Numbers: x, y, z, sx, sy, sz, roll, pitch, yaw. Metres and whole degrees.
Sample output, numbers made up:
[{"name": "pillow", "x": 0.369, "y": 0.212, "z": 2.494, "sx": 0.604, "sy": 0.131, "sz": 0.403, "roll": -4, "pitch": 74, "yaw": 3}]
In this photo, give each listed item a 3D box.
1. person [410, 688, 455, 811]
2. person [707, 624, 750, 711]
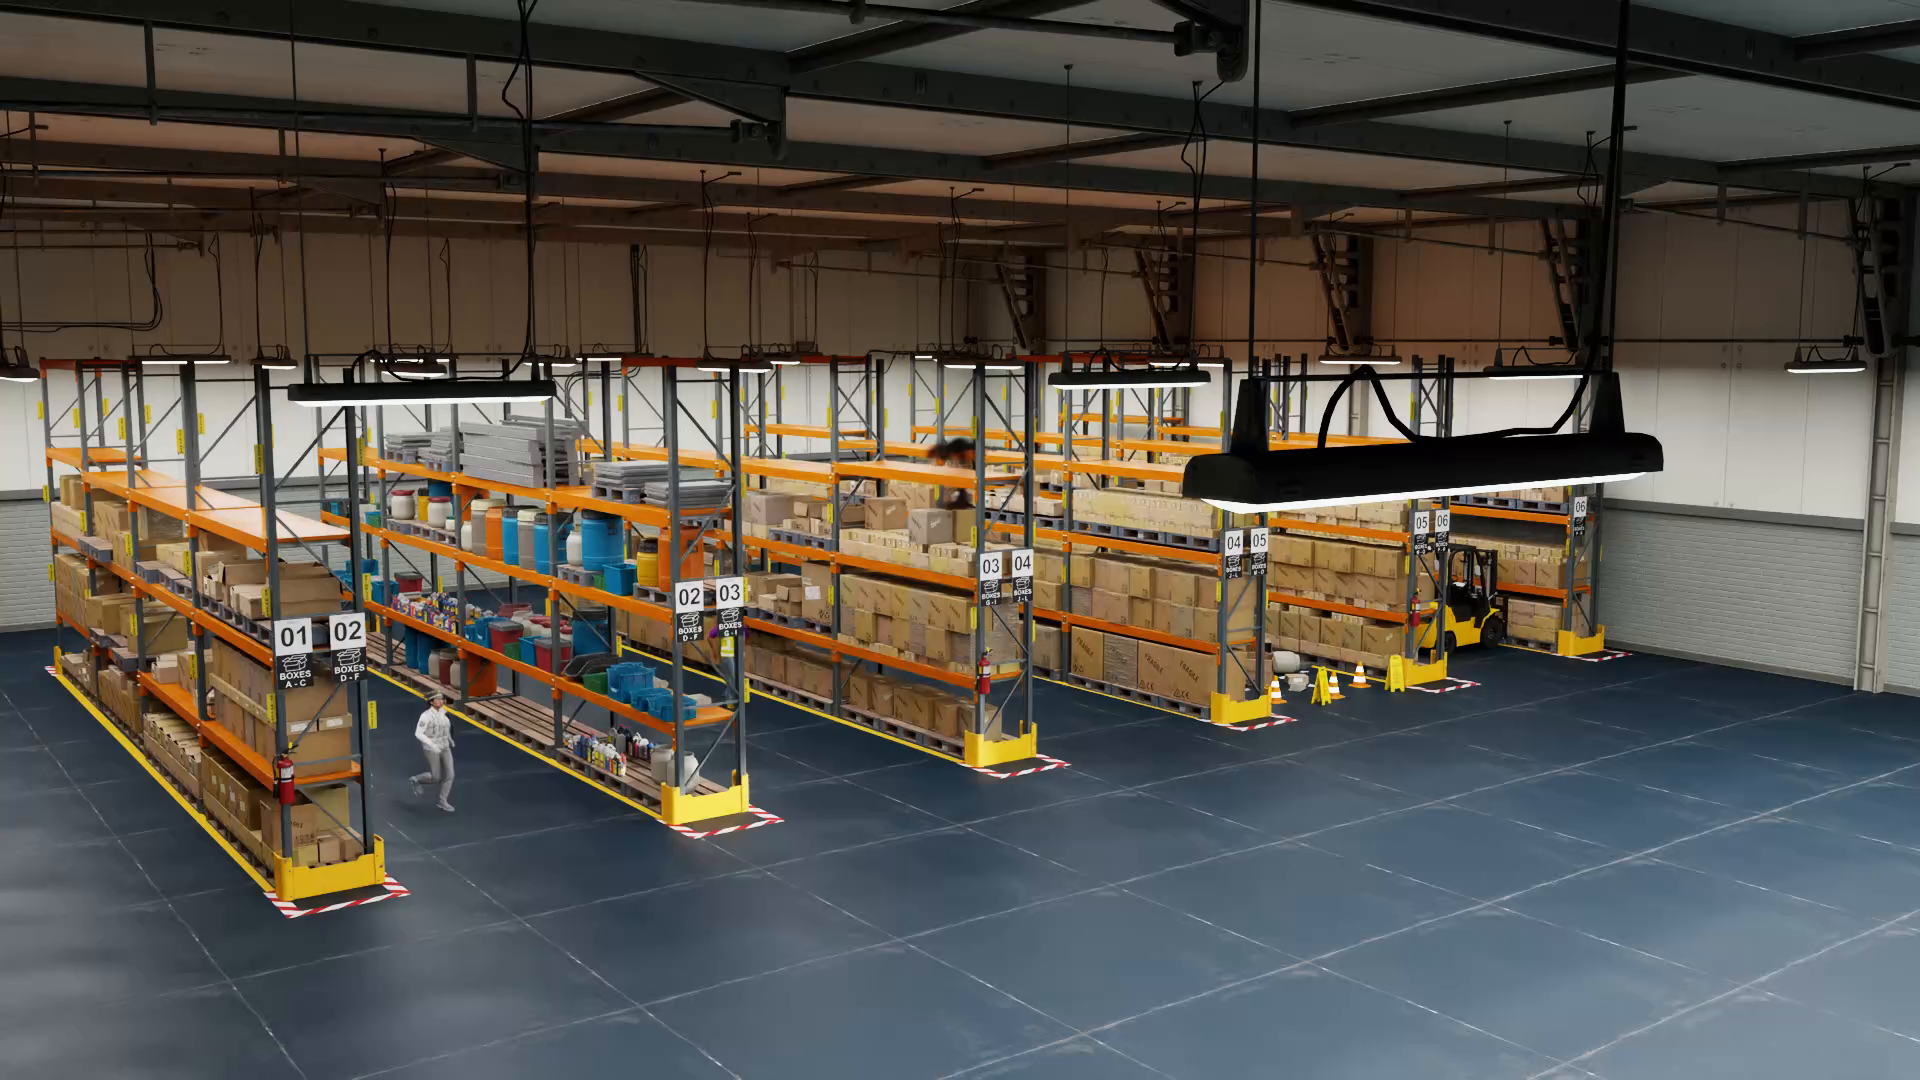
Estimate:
[{"name": "person", "x": -7.145, "y": 2.822, "z": 22.559, "sx": 0.725, "sy": 1.669, "sz": 0.630, "roll": 4, "pitch": 8, "yaw": 28}, {"name": "person", "x": -3.902, "y": 2.028, "z": 28.614, "sx": 0.682, "sy": 1.788, "sz": 0.723, "roll": -6, "pitch": 9, "yaw": -42}]
